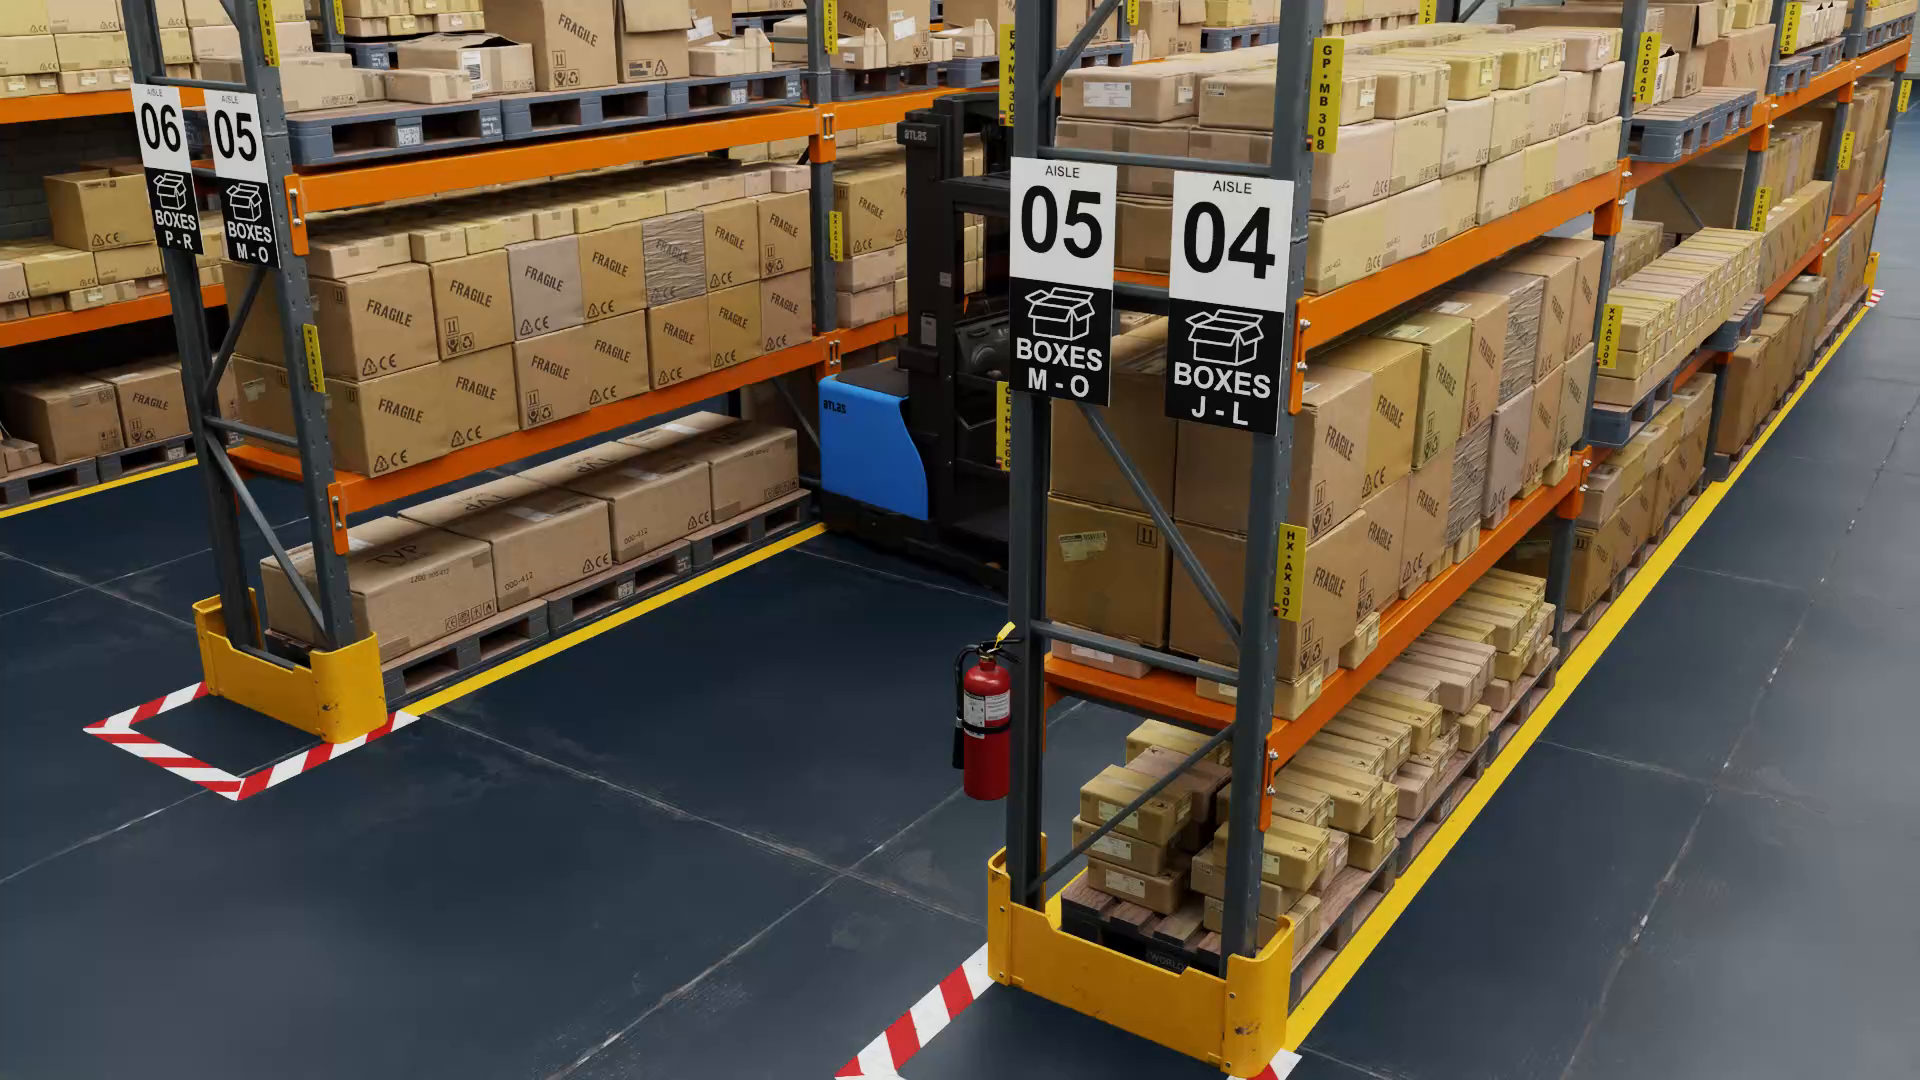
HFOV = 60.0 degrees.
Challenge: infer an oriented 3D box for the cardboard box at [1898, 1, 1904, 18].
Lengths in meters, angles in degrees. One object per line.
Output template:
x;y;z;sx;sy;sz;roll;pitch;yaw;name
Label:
8.994;-5.191;16.264;0.380;0.149;0.250;13;24;32;cardboard box

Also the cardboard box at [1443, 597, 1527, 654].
2.640;0.427;8.434;0.380;0.149;0.250;13;24;31;cardboard box

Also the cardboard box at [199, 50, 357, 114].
-3.351;-2.257;8.185;0.500;0.250;0.500;11;23;27;cardboard box

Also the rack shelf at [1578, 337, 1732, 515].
3.994;-0.977;10.621;1.077;0.370;4.000;13;24;32;rack shelf

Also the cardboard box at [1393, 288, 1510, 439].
1.965;-0.764;6.991;0.500;0.500;0.500;12;24;30;cardboard box

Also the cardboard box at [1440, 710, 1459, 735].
2.161;0.775;7.921;0.380;0.149;0.250;12;23;29;cardboard box

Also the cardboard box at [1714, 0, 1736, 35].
4.399;-3.162;9.918;0.396;0.266;0.258;13;24;32;cardboard box

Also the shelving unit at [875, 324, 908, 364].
-0.454;-0.930;11.954;0.258;1.200;0.189;20;29;38;shelving unit

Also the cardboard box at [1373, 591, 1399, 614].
1.583;0.173;6.834;0.380;0.149;0.250;13;24;31;cardboard box

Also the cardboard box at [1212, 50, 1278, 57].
1.179;-1.787;6.370;0.380;0.149;0.250;13;24;31;cardboard box

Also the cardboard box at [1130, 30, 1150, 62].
1.428;-4.299;14.434;0.396;0.266;0.258;13;24;32;cardboard box

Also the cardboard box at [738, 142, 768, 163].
-2.406;-4.179;17.735;0.500;0.250;0.500;14;25;33;cardboard box

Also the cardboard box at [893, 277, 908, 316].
-0.526;-1.831;12.106;0.500;0.250;0.500;13;24;31;cardboard box

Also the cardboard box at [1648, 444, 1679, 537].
4.385;-0.370;10.940;0.500;0.500;0.500;12;23;29;cardboard box

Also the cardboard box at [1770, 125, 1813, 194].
6.805;-3.261;14.171;0.700;0.500;0.500;13;24;31;cardboard box

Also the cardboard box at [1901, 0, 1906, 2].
9.006;-5.422;16.313;0.500;0.250;0.500;13;24;32;cardboard box

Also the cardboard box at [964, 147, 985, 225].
0.036;-2.708;12.676;0.500;0.500;0.500;13;24;31;cardboard box

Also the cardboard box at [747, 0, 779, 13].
-2.330;-5.814;17.442;0.700;0.500;0.500;13;24;31;cardboard box

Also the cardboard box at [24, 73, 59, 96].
-6.527;-3.193;11.613;0.380;0.149;0.250;13;24;31;cardboard box

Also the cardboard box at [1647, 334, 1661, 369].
3.615;-1.058;9.129;0.380;0.149;0.250;13;24;31;cardboard box

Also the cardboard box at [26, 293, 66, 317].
-6.664;-1.722;11.958;0.380;0.149;0.250;14;24;33;cardboard box

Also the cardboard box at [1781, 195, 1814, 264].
6.726;-2.591;13.803;0.500;0.500;0.500;14;24;32;cardboard box

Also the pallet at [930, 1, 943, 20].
-0.433;-6.555;20.466;1.003;0.211;1.213;13;24;32;pallet

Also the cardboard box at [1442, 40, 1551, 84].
2.214;-1.980;6.891;0.380;0.149;0.250;13;24;31;cardboard box

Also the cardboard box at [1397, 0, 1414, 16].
4.828;-6.103;18.905;0.500;0.250;0.500;14;25;33;cardboard box

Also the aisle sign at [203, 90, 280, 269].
-3.331;-1.672;7.714;0.394;0.787;0.004;13;24;32;aisle sign

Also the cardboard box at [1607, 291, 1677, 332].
3.769;-1.277;9.292;0.380;0.149;0.250;14;24;32;cardboard box

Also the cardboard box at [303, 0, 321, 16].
-5.317;-4.426;13.766;0.380;0.149;0.250;13;24;31;cardboard box

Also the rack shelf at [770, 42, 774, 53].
-2.016;-5.435;18.349;1.077;0.370;4.000;13;24;32;rack shelf

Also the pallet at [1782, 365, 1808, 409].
6.995;-1.493;14.996;1.003;0.211;1.213;13;24;32;pallet

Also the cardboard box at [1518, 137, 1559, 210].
2.241;-1.597;7.152;0.500;0.250;0.500;13;24;31;cardboard box

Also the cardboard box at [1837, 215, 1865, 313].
8.796;-2.924;17.304;0.875;0.875;0.875;13;24;31;cardboard box

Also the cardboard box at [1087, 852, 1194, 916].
0.744;1.355;6.782;0.380;0.149;0.250;14;24;33;cardboard box

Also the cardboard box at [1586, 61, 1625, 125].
2.820;-2.130;7.871;0.500;0.250;0.500;12;23;29;cardboard box

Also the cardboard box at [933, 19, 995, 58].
0.035;-3.674;12.139;0.396;0.266;0.258;16;25;36;cardboard box

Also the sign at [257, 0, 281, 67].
-3.074;-2.274;7.390;0.100;0.325;0.005;13;24;32;sign

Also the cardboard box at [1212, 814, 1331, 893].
1.196;1.184;6.388;0.380;0.149;0.250;12;23;29;cardboard box

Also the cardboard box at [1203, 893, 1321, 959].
1.180;1.459;6.501;0.380;0.149;0.250;14;24;33;cardboard box

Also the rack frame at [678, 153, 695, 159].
-3.140;-3.792;17.193;1.000;3.000;0.127;13;24;32;rack frame

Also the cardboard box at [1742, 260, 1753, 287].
5.068;-1.800;11.135;0.380;0.149;0.250;14;25;34;cardboard box

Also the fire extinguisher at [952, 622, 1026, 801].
0.097;0.600;5.968;0.296;0.674;0.183;13;24;32;fire extinguisher

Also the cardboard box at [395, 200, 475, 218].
-2.914;-1.785;9.247;0.380;0.149;0.250;13;24;31;cardboard box

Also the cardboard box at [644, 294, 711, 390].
-1.886;-1.246;10.164;0.500;0.500;0.500;13;24;31;cardboard box

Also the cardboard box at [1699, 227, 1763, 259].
5.221;-2.017;11.293;0.380;0.149;0.250;12;24;30;cardboard box

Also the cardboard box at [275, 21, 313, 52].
-5.453;-3.933;13.038;0.500;0.250;0.500;13;24;32;cardboard box

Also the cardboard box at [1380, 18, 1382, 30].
4.463;-5.746;18.515;0.380;0.149;0.250;13;24;32;cardboard box

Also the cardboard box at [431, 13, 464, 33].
-4.443;-4.401;14.127;0.380;0.149;0.250;14;24;33;cardboard box

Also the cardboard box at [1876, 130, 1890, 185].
9.444;-4.139;17.915;0.875;0.550;0.550;13;24;32;cardboard box

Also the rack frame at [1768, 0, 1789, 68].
5.118;-4.702;11.007;1.000;3.000;0.127;13;24;32;rack frame

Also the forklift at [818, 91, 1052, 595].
0.466;-1.228;10.361;3.031;2.935;1.130;17;27;39;forklift

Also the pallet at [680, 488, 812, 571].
-1.774;-0.167;11.411;1.003;0.211;1.213;13;24;32;pallet

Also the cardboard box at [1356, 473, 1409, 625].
1.381;-0.013;6.404;0.500;0.500;0.500;13;24;32;cardboard box

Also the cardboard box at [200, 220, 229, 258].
-5.743;-2.373;13.145;0.500;0.250;0.500;13;24;32;cardboard box

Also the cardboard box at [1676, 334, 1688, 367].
4.051;-1.140;9.780;0.380;0.149;0.250;12;23;29;cardboard box

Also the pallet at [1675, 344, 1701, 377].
4.039;-1.223;10.524;1.003;0.211;1.213;13;24;32;pallet

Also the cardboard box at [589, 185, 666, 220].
-1.962;-1.993;9.808;0.380;0.149;0.250;13;24;31;cardboard box

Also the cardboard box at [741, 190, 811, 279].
-1.318;-2.004;10.774;0.500;0.500;0.500;13;24;31;cardboard box

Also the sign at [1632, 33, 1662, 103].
3.322;-2.287;8.054;0.100;0.325;0.005;13;24;32;sign
